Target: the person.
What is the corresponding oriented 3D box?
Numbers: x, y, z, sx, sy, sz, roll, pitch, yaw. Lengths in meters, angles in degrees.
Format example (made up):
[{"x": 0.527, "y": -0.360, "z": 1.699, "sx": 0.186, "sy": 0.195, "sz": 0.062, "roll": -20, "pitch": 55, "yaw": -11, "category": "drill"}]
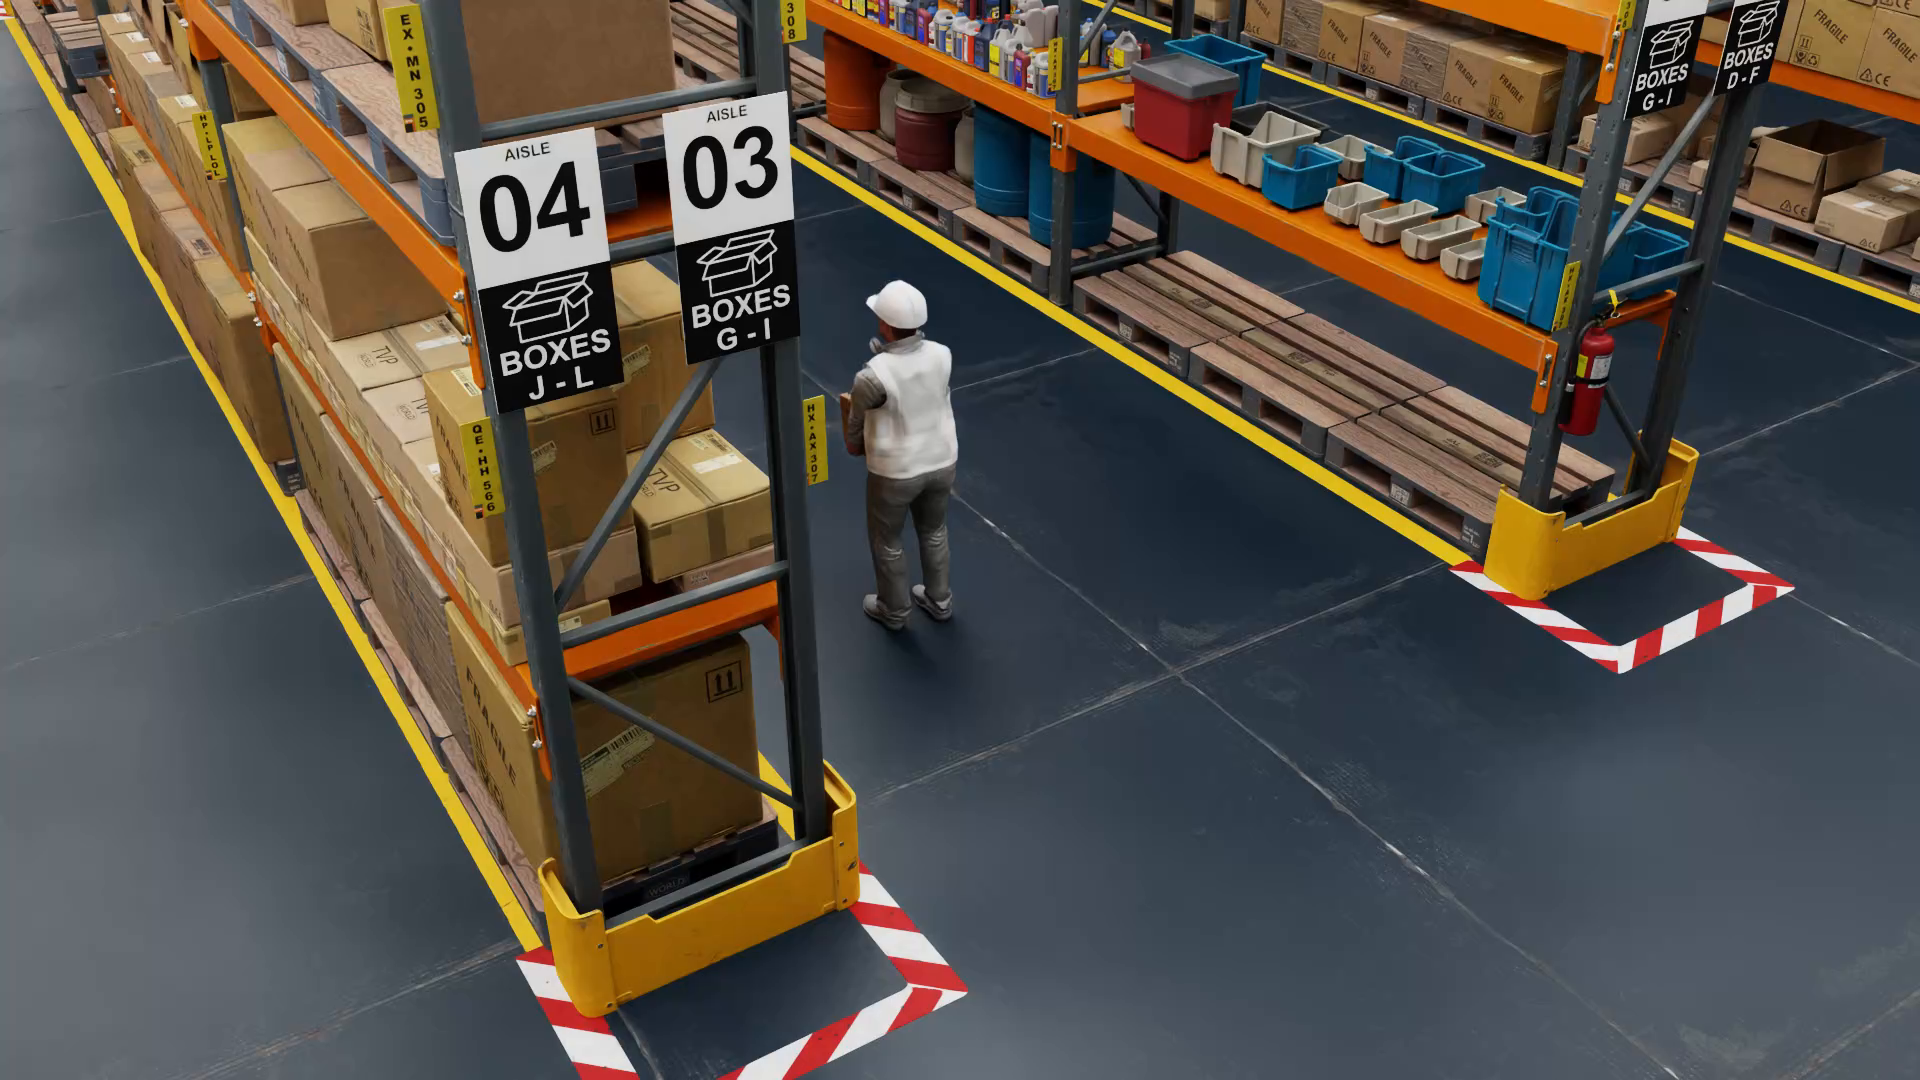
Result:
[{"x": -0.293, "y": -0.396, "z": 7.743, "sx": 0.494, "sy": 1.772, "sz": 0.557, "roll": -20, "pitch": 37, "yaw": -28, "category": "person"}]
